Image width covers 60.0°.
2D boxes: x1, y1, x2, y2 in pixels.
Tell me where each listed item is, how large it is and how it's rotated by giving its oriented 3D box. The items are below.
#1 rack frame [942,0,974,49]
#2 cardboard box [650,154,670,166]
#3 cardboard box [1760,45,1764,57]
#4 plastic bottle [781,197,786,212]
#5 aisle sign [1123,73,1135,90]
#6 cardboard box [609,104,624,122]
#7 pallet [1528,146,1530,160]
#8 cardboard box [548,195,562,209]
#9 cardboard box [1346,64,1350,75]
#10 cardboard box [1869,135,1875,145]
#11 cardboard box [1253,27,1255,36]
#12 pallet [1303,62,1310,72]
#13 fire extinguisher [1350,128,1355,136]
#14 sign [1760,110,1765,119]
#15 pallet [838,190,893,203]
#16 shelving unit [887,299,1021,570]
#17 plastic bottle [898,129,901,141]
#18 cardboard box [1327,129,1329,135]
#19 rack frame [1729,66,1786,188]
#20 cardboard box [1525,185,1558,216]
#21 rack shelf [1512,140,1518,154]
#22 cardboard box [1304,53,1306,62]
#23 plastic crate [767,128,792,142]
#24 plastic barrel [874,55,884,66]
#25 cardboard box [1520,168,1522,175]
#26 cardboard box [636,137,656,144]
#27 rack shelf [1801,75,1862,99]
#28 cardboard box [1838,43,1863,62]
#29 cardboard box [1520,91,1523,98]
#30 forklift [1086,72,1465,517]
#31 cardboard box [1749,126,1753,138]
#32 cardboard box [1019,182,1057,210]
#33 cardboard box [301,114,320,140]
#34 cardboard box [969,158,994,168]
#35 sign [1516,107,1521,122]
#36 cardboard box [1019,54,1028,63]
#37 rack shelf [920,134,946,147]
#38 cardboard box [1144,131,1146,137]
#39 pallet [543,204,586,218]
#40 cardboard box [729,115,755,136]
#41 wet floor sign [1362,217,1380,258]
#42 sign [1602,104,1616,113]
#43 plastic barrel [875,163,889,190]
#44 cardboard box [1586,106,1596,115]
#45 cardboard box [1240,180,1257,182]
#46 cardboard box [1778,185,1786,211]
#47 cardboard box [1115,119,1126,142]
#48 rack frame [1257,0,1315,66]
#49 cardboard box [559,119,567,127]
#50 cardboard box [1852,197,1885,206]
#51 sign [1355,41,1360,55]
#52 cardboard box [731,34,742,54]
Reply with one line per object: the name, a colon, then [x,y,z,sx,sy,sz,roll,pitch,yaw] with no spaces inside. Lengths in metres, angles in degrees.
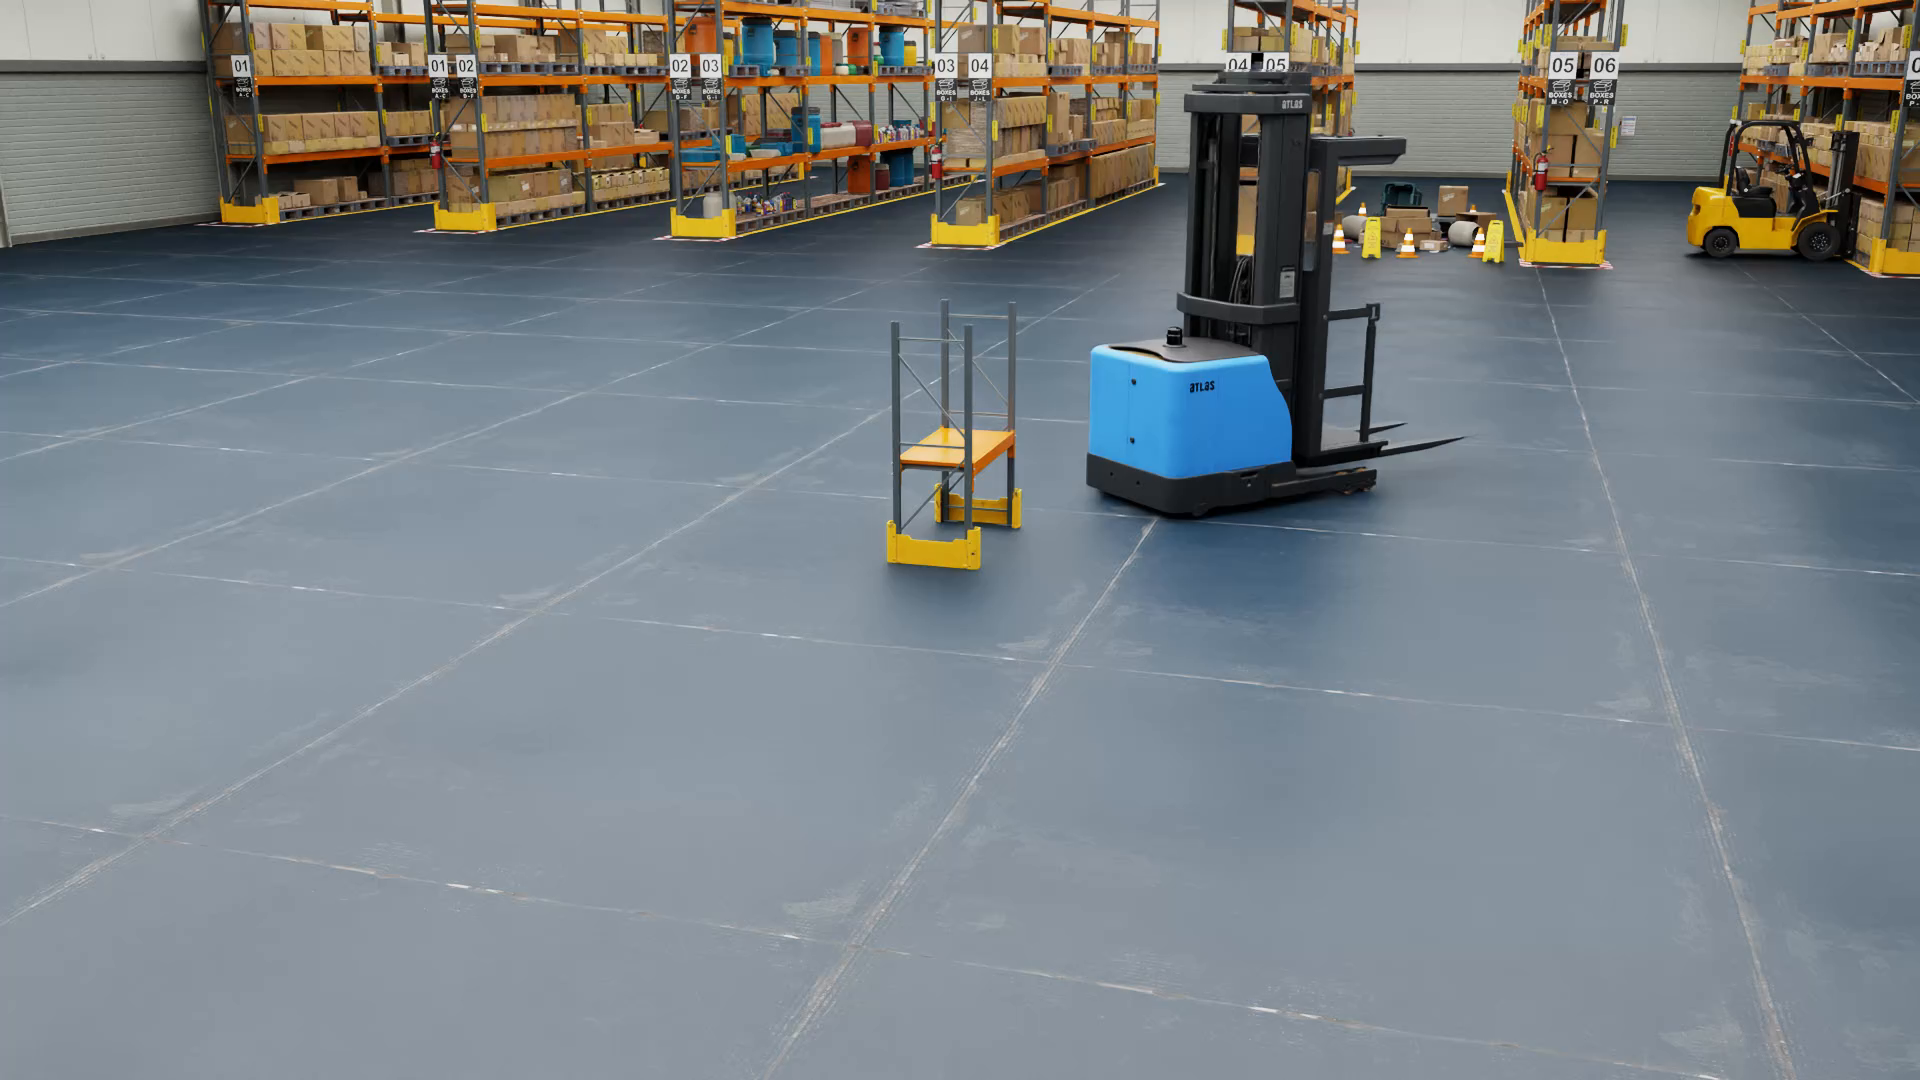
rack frame: [-0.132,-14.074,43.957,1.000,3.000,0.127,5,16,16]
cardboard box: [-7.101,-9.127,39.913,0.500,0.250,0.500,5,17,18]
cardboard box: [17.942,-10.775,36.638,0.500,0.250,0.500,5,17,17]
plastic bottle: [-3.510,-6.666,33.006,0.061,0.283,0.133,6,17,20]
aisle sign: [4.349,-12.096,43.215,0.394,0.787,0.004,5,16,16]
cardboard box: [-9.962,-11.775,46.296,0.980,0.700,0.700,4,16,15]
pallet: [11.321,-7.329,31.522,1.003,0.211,1.213,5,16,16]
cardboard box: [-8.492,-6.912,33.971,0.500,0.250,0.500,5,16,16]
cardboard box: [8.891,-11.084,39.188,0.500,0.250,0.500,5,17,18]
cardboard box: [14.502,-6.275,26.084,0.380,0.149,0.250,5,17,16]
cardboard box: [4.639,-8.342,27.292,0.380,0.149,0.250,5,17,16]
pallet: [5.691,-8.440,29.754,1.003,0.211,1.213,5,16,16]
fire extinguisher: [9.857,-10.206,42.140,0.296,0.674,0.183,5,16,16]
sign: [17.219,-9.061,35.692,0.100,0.325,0.005,5,16,16]
pallet: [-2.222,-7.963,38.515,1.003,0.211,1.213,5,16,16]
shelving unit: [-0.022,-0.702,10.554,0.587,1.500,1.083,5,16,16]
plastic bottle: [-1.444,-9.569,39.284,0.061,0.283,0.133,5,16,16]
cardboard box: [7.916,-8.967,36.636,0.380,0.149,0.250,5,17,18]
rack frame: [18.878,-9.651,39.358,1.000,3.000,0.127,5,16,16]
cardboard box: [10.281,-6.002,29.388,0.500,0.500,0.500,5,17,19]
rack shelf: [13.550,-9.166,38.965,1.077,0.370,4.000,5,16,16]
cardboard box: [5.848,-8.439,29.097,0.380,0.149,0.250,5,17,17]
plastic crate: [-3.698,-8.229,34.228,0.402,0.464,0.583,5,16,16]
plastic barrel: [-1.884,-10.924,37.865,0.294,0.245,0.294,0,16,0]
cardboard box: [13.774,-8.584,39.522,0.875,0.438,0.875,5,17,17]
cardboard box: [-7.144,-9.102,37.883,0.380,0.149,0.250,5,16,16]
rack shelf: [16.036,-8.132,29.823,1.077,0.370,4.000,5,16,16]
cardboard box: [15.440,-8.370,28.556,0.500,0.311,0.500,4,16,14]
cardboard box: [13.270,-10.402,38.803,0.380,0.149,0.250,4,16,15]
forklift: [2.431,-1.849,11.975,3.031,2.935,1.130,-10,18,-31]
cardboard box: [17.935,-9.089,37.107,0.500,0.250,0.500,5,16,15]
cardboard box: [1.555,-6.955,33.629,0.700,0.500,0.500,5,16,16]
cardboard box: [-13.451,-8.433,33.927,0.500,0.500,0.500,4,16,14]
cardboard box: [0.379,-6.553,28.895,0.380,0.149,0.250,5,16,16]
sign: [12.449,-9.486,37.044,0.100,0.325,0.005,5,16,16]
cardboard box: [1.021,-8.774,30.313,0.380,0.149,0.250,5,17,18]
rack shelf: [-0.701,-10.318,43.029,1.077,0.370,4.000,5,16,16]
cardboard box: [4.469,-10.229,41.855,0.380,0.149,0.250,5,16,16]
pallet: [-8.557,-6.887,34.723,1.003,0.211,1.213,5,16,16]
cardboard box: [-5.611,-10.686,42.825,0.500,0.500,0.500,5,17,17]
wet floor sign: [6.686,-4.913,26.967,0.267,0.644,0.232,2,16,6]
sign: [17.676,-11.767,45.304,0.339,0.242,0.001,5,16,16]
plastic barrel: [-1.962,-8.561,39.166,0.600,0.588,0.708,5,16,16]
cardboard box: [11.180,-7.696,29.780,0.380,0.149,0.250,5,16,16]
cardboard box: [5.174,-5.799,28.902,0.875,0.875,0.875,4,16,15]
cardboard box: [16.671,-6.815,33.170,0.500,0.500,0.500,4,16,15]
cardboard box: [3.609,-9.662,39.212,0.500,0.500,0.500,5,16,16]
rack frame: [5.933,-10.139,30.085,1.000,3.000,0.127,5,16,16]
cardboard box: [-8.307,-8.572,34.183,0.380,0.149,0.250,4,16,14]
cardboard box: [14.587,-5.369,26.698,0.500,0.250,0.500,4,16,15]
sign: [9.870,-12.213,41.272,0.100,0.325,0.005,5,16,16]
cardboard box: [-5.915,-12.629,42.343,0.700,0.500,0.500,5,16,16]
